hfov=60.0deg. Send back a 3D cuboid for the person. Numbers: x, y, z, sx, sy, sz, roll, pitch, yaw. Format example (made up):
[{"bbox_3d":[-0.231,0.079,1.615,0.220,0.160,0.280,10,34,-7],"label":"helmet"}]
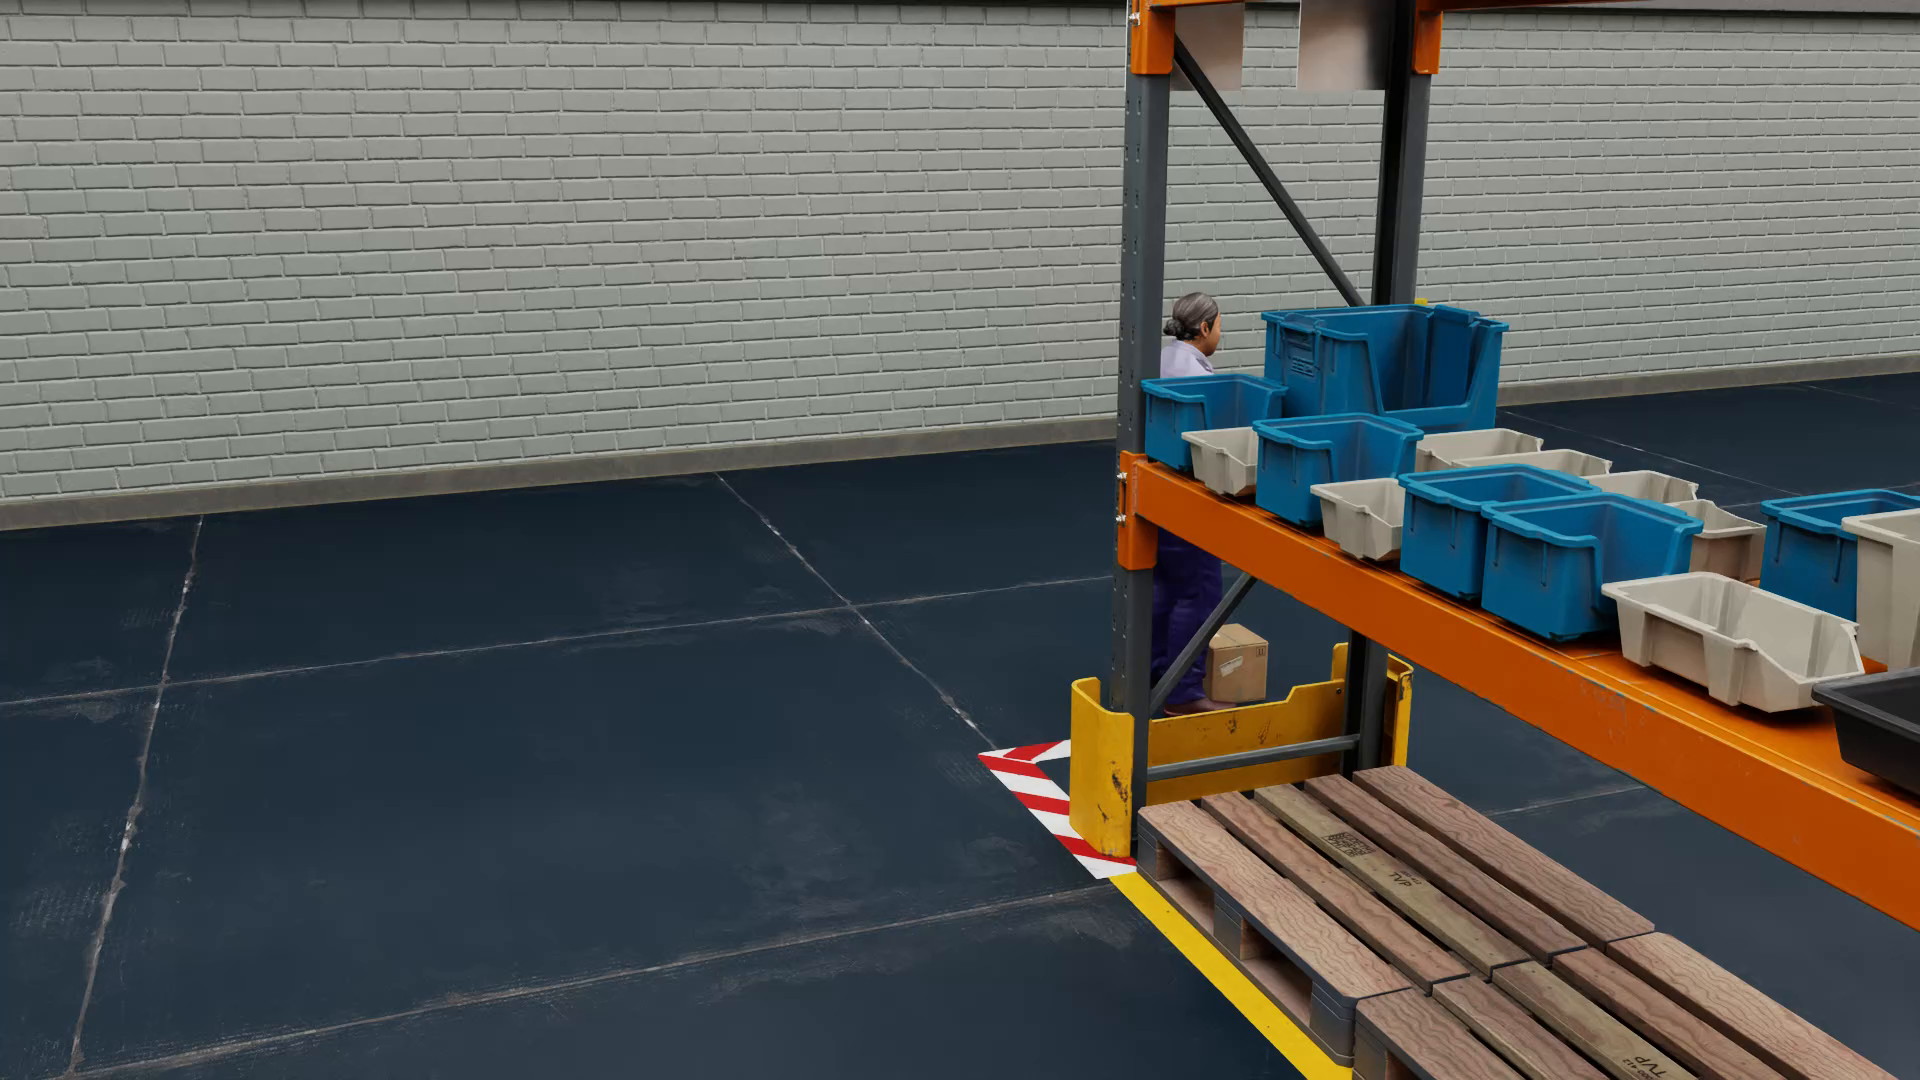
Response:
[{"bbox_3d":[0.862,-0.134,6.543,0.374,1.638,0.559,-6,17,-20],"label":"person"}]
